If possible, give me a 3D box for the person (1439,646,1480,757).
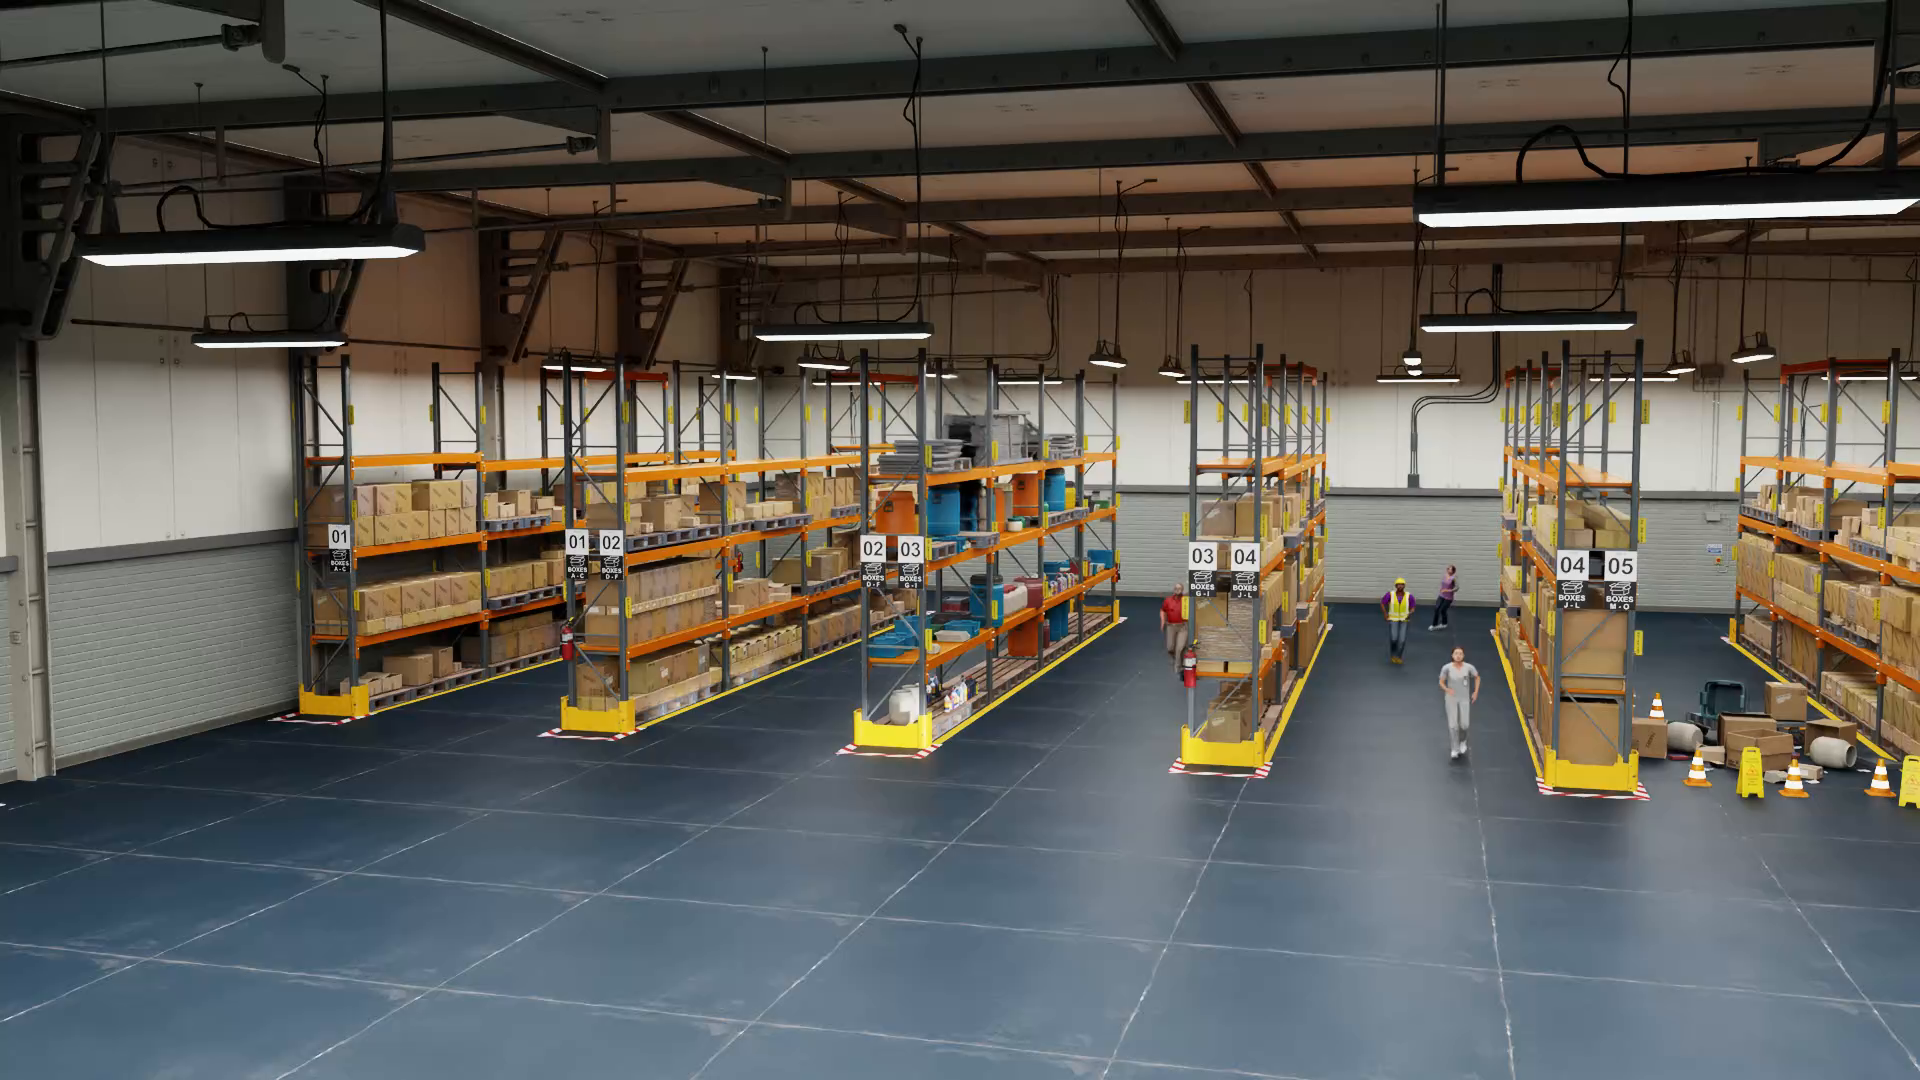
[{"bbox_3d":[7.294,2.363,24.287,0.589,1.639,0.562,1,4,14],"label":"person"}]

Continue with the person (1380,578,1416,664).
[{"bbox_3d":[8.797,1.637,33.353,0.679,1.749,0.534,1,4,9],"label":"person"}]

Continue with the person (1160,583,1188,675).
[{"bbox_3d":[3.966,1.612,30.239,0.678,1.658,0.590,1,4,12],"label":"person"}]

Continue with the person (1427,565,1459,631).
[{"bbox_3d":[11.293,1.359,38.590,0.555,1.559,0.672,-4,6,-41],"label":"person"}]
